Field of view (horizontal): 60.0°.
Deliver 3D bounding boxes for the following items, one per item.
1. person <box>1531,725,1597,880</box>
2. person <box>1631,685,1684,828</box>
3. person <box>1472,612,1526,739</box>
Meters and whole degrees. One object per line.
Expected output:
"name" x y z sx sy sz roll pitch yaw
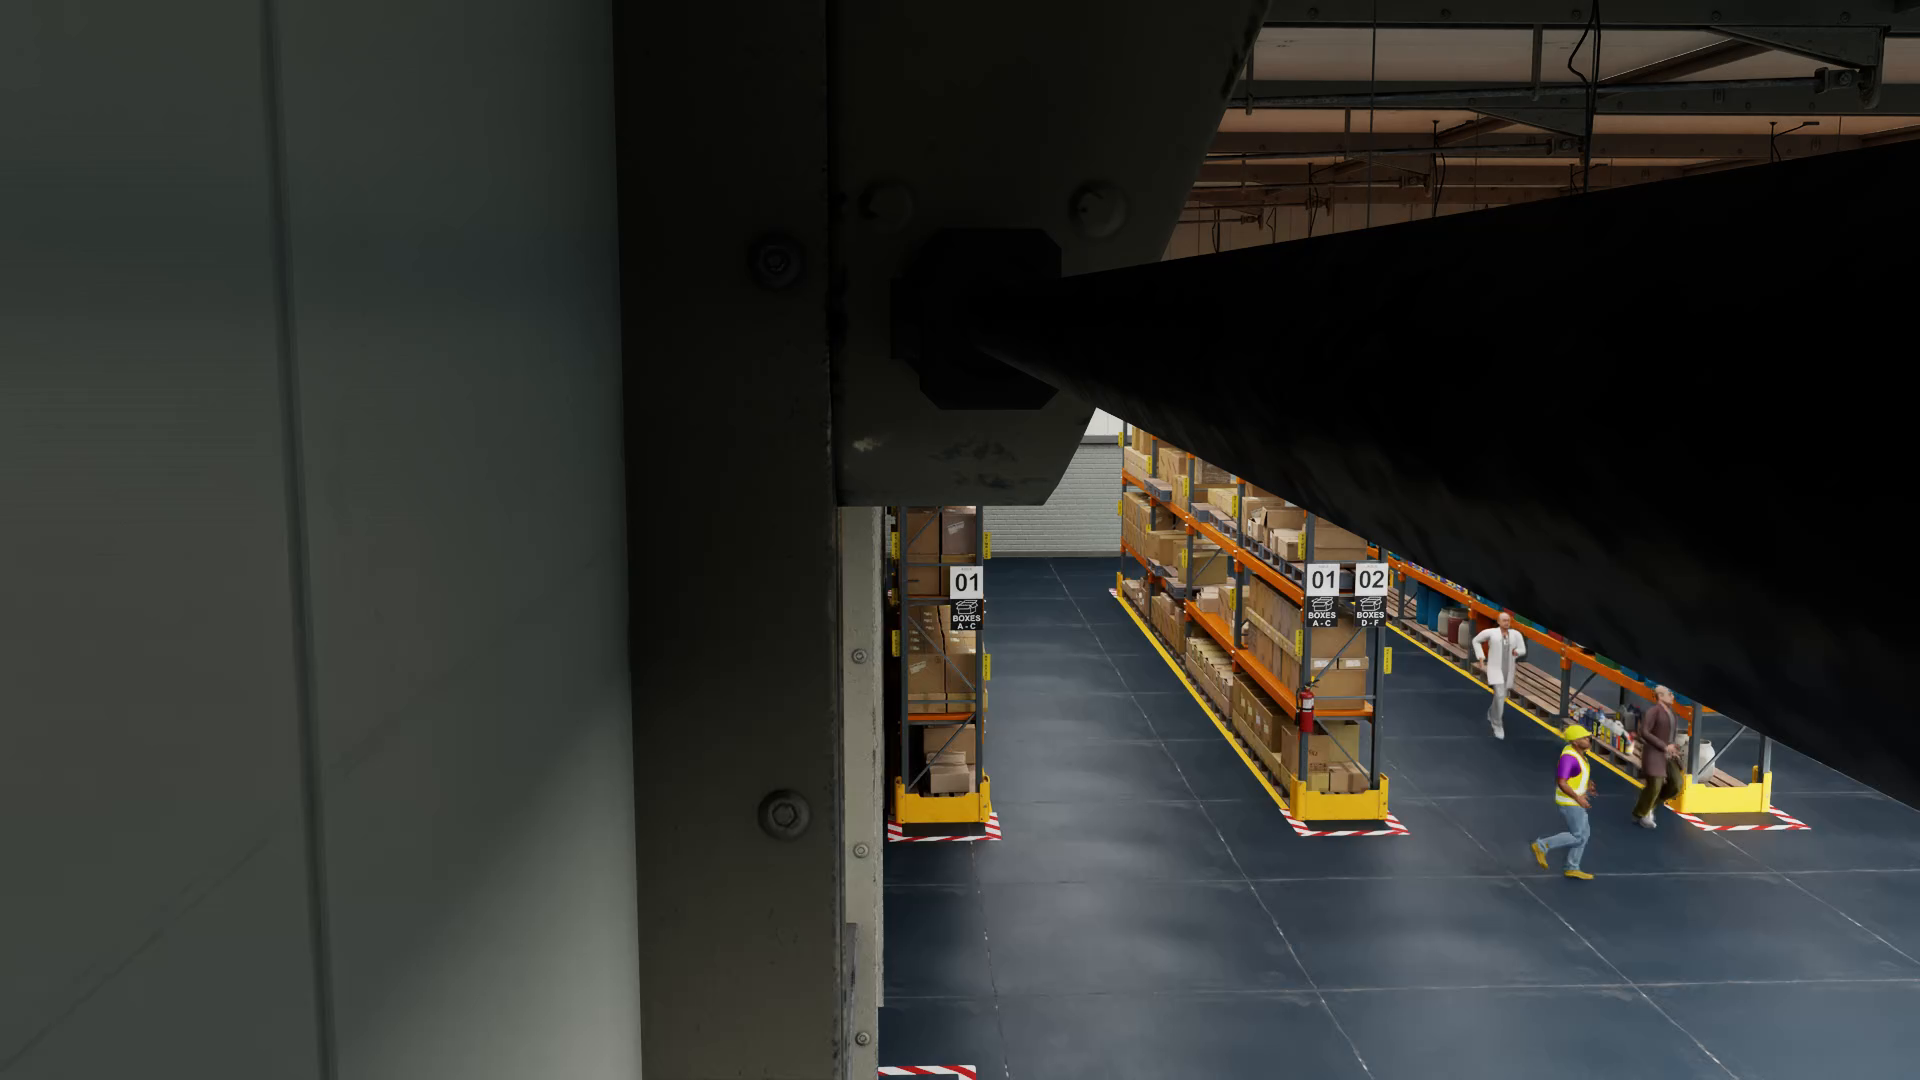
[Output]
"person" 6.748 2.896 18.513 0.662 1.741 0.698 3 9 23
"person" 8.582 2.638 20.273 0.760 1.747 0.614 -5 10 -33
"person" 8.036 1.985 24.712 0.685 1.844 0.785 -1 8 -8
